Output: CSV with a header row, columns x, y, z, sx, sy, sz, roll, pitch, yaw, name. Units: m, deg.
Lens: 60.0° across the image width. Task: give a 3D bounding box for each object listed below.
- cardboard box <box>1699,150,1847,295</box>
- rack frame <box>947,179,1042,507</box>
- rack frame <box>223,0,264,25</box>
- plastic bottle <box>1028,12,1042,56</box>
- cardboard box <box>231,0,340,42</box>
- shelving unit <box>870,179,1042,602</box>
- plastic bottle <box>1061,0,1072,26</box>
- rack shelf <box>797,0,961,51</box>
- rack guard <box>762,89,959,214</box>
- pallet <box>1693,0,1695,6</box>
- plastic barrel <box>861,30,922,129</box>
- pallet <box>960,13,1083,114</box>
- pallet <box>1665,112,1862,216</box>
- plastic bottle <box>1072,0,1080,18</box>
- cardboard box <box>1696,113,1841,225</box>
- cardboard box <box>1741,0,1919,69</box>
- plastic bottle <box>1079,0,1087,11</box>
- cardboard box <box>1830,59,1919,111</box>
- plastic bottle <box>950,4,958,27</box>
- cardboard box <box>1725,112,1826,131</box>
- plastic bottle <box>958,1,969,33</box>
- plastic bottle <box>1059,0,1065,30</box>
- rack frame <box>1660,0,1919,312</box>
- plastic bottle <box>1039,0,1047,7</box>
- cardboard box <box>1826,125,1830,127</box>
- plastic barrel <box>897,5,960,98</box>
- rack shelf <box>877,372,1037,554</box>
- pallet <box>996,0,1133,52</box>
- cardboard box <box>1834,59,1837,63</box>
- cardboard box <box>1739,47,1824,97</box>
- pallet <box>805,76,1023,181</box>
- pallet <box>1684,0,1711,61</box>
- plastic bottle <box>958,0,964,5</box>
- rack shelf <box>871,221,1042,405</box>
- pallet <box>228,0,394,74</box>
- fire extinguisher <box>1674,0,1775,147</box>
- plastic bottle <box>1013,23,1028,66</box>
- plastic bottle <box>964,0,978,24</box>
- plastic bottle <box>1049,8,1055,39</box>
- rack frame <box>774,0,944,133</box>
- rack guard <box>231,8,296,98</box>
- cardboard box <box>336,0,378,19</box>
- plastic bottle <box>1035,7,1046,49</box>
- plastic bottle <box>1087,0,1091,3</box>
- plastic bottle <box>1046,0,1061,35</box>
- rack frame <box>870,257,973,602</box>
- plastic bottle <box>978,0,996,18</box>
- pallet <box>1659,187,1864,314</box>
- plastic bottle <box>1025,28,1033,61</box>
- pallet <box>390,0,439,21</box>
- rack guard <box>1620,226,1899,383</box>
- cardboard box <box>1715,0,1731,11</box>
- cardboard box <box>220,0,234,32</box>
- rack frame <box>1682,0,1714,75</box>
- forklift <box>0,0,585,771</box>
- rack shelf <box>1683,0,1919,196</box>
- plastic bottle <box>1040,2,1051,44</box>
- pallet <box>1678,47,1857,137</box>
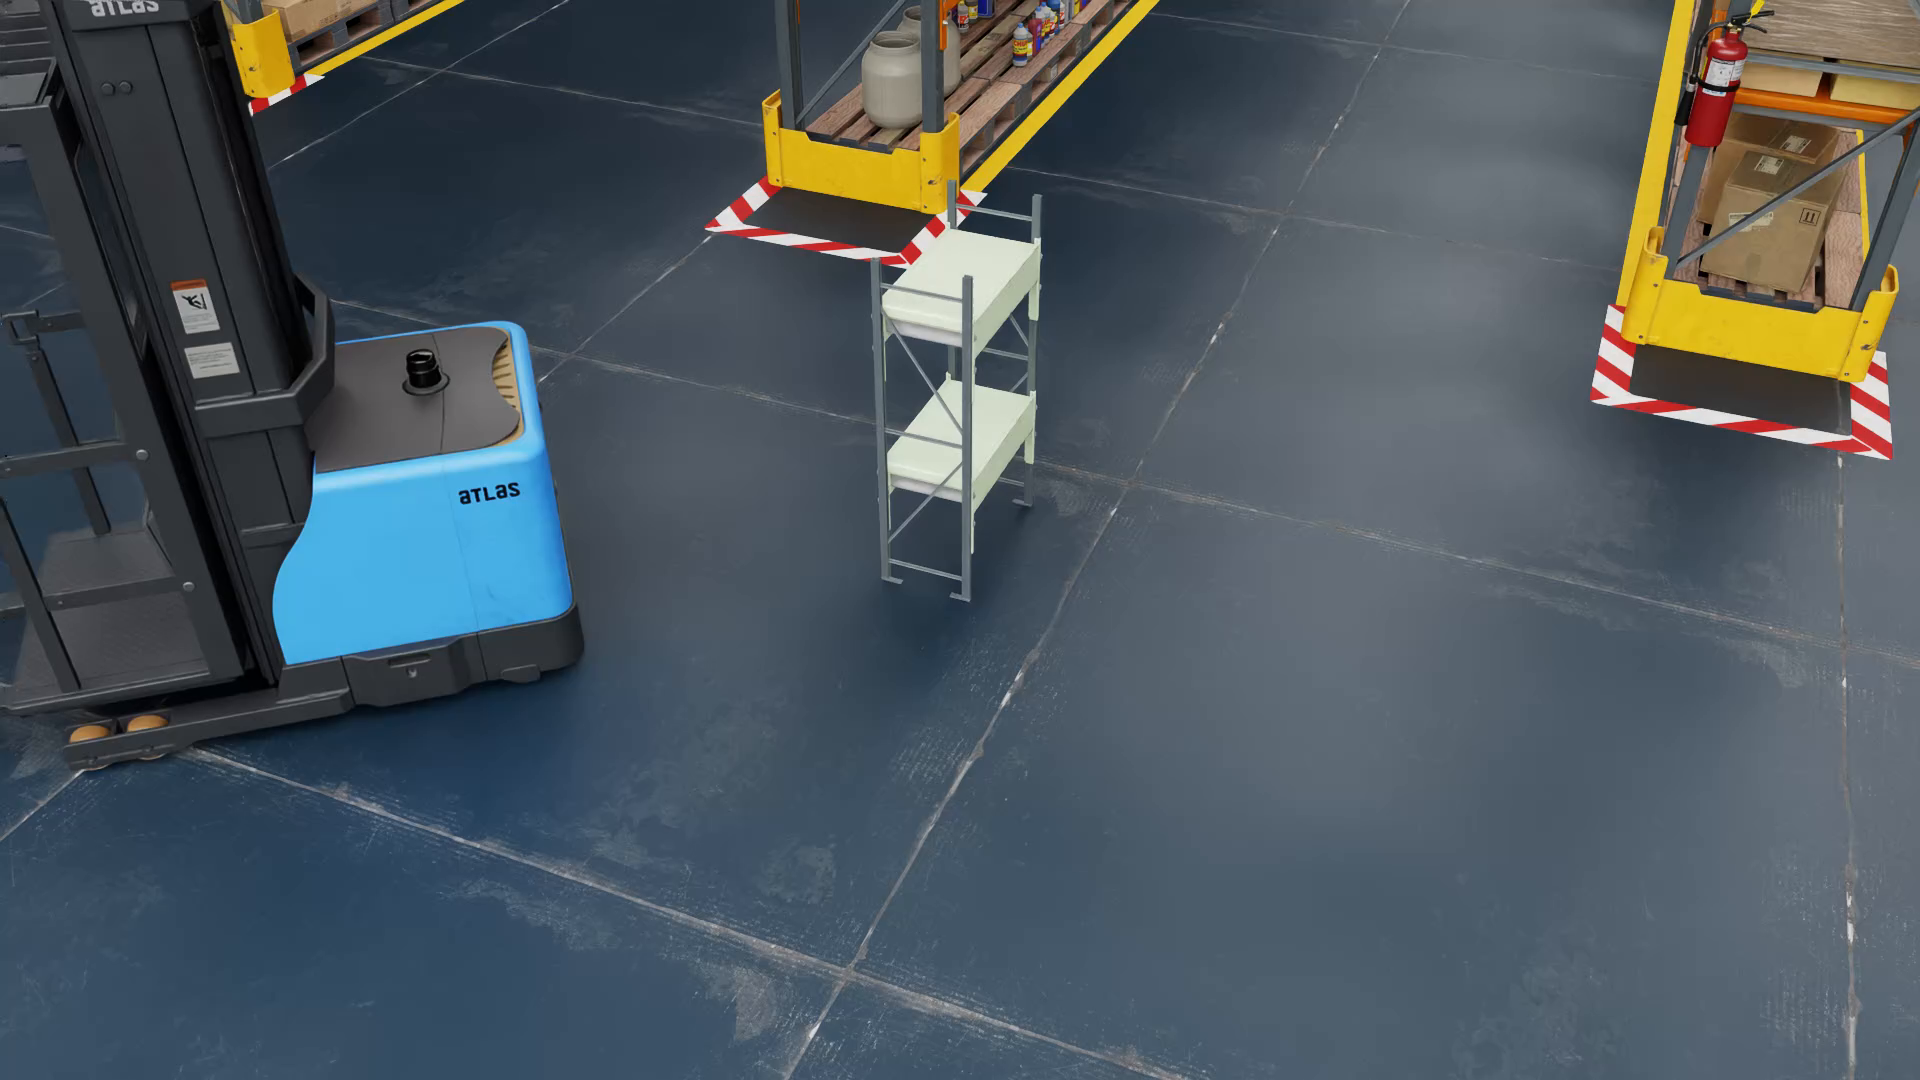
x,y,z,sx,sy,sz,roll,pitch,yaw,name
4.257,-1.670,8.715,0.500,0.500,0.500,21,42,26,cardboard box
0.137,-0.800,7.067,0.400,1.500,0.023,14,39,18,rack frame
-5.156,-4.419,10.657,1.000,3.000,0.127,14,39,18,rack frame
0.505,-3.431,11.236,0.061,0.283,0.133,14,39,18,plastic bottle
-4.746,-3.732,11.684,0.500,0.250,0.500,14,39,18,cardboard box
-0.003,-0.597,6.796,0.431,1.500,0.755,14,39,18,shelving unit
0.706,-3.792,11.726,0.152,0.276,0.135,15,39,19,plastic bottle
0.185,-4.108,10.842,1.077,0.370,4.000,14,39,18,rack shelf
-0.591,-2.341,9.964,1.175,0.500,0.348,14,39,18,rack guard
6.284,-4.368,12.917,1.003,0.211,1.213,14,39,18,pallet
-0.397,-2.842,10.275,0.421,0.512,0.421,0,37,0,plastic barrel
0.189,-3.347,11.551,1.003,0.211,1.213,14,39,18,pallet
4.841,-2.201,10.018,1.003,0.211,1.213,14,39,18,pallet
0.771,-3.912,11.823,0.144,0.351,0.185,14,39,17,plastic bottle
4.453,-2.008,9.169,0.500,0.500,0.500,25,43,29,cardboard box
4.239,-2.618,7.915,0.875,0.500,0.500,14,39,18,cardboard box
0.871,-3.964,11.949,0.061,0.283,0.133,16,40,21,plastic bottle
4.333,-2.164,7.849,0.380,0.149,0.250,14,39,18,cardboard box
-0.063,-3.603,11.467,0.061,0.283,0.133,14,39,18,plastic bottle
4.709,-2.351,9.627,0.500,0.500,0.500,18,40,22,cardboard box
0.014,-3.653,11.602,0.097,0.201,0.097,0,37,0,plastic bottle
0.686,-3.691,11.652,0.097,0.201,0.097,0,37,0,plastic bottle
4.004,-2.161,7.635,1.000,3.000,0.127,14,39,18,rack frame
0.607,-3.819,11.756,0.061,0.283,0.133,14,39,18,plastic bottle
4.962,-2.649,10.026,0.500,0.500,0.500,11,38,14,cardboard box
-0.206,-3.120,10.646,0.421,0.512,0.421,0,37,0,plastic barrel
-0.003,-0.336,6.991,0.431,0.370,0.720,14,39,18,rack shelf
0.652,-4.024,12.458,1.003,0.211,1.213,14,39,18,pallet
4.446,-2.298,8.028,0.380,0.149,0.250,14,39,18,cardboard box
3.922,-2.265,7.985,0.380,0.149,0.250,14,39,18,cardboard box
-0.277,-2.673,10.650,1.003,0.211,1.213,14,39,18,pallet
5.821,-3.690,12.010,1.003,0.211,1.213,14,39,18,pallet
-0.050,-3.824,11.705,0.144,0.351,0.185,15,39,20,plastic bottle
-0.003,-0.910,6.562,0.431,0.370,0.720,14,39,18,rack shelf
-4.903,-3.735,12.071,1.003,0.211,1.213,14,39,18,pallet
3.534,-2.171,7.714,0.296,0.674,0.183,14,39,18,fire extinguisher
0.402,-3.305,11.078,0.097,0.271,0.097,0,37,0,plastic bottle
0.079,-3.760,11.745,0.097,0.201,0.097,0,37,0,plastic bottle
0.608,-3.577,11.500,0.097,0.201,0.097,0,37,0,plastic bottle
-0.576,-3.289,9.145,1.000,3.000,0.127,14,39,18,rack frame
-5.165,-3.405,11.388,1.175,0.500,0.348,14,39,18,rack guard
-4.559,-4.010,12.056,0.500,0.250,0.500,14,39,18,cardboard box
0.532,-3.495,11.332,0.097,0.271,0.097,0,37,0,plastic bottle
0.894,-4.090,12.062,0.144,0.351,0.185,12,38,15,plastic bottle
0.647,-3.663,11.556,0.097,0.271,0.097,0,37,0,plastic bottle
-0.142,-0.394,6.525,0.400,1.500,0.023,14,39,18,rack frame
0.168,-3.877,11.839,0.152,0.276,0.135,14,39,18,plastic bottle
4.375,-1.528,9.117,1.003,0.211,1.213,14,39,18,pallet
0.441,-3.334,11.176,0.097,0.201,0.097,0,37,0,plastic bottle
-4.438,-4.409,12.972,1.003,0.211,1.213,14,39,18,pallet
4.033,-1.202,8.440,1.175,0.500,0.348,14,39,18,rack guard
4.318,-2.922,8.322,0.875,0.500,0.500,14,39,18,cardboard box
-5.225,-3.850,11.842,0.500,0.250,0.500,14,39,18,cardboard box
5.526,-4.375,10.598,1.000,3.000,0.127,14,39,18,rack frame
-3.055,-0.681,5.713,3.031,2.935,1.130,-10,38,-13,forklift
4.765,-2.980,9.332,1.077,0.370,4.000,14,39,18,rack shelf
0.570,-3.550,11.406,0.097,0.271,0.097,0,37,0,plastic bottle
5.303,-2.879,10.925,1.003,0.211,1.213,14,39,18,pallet
